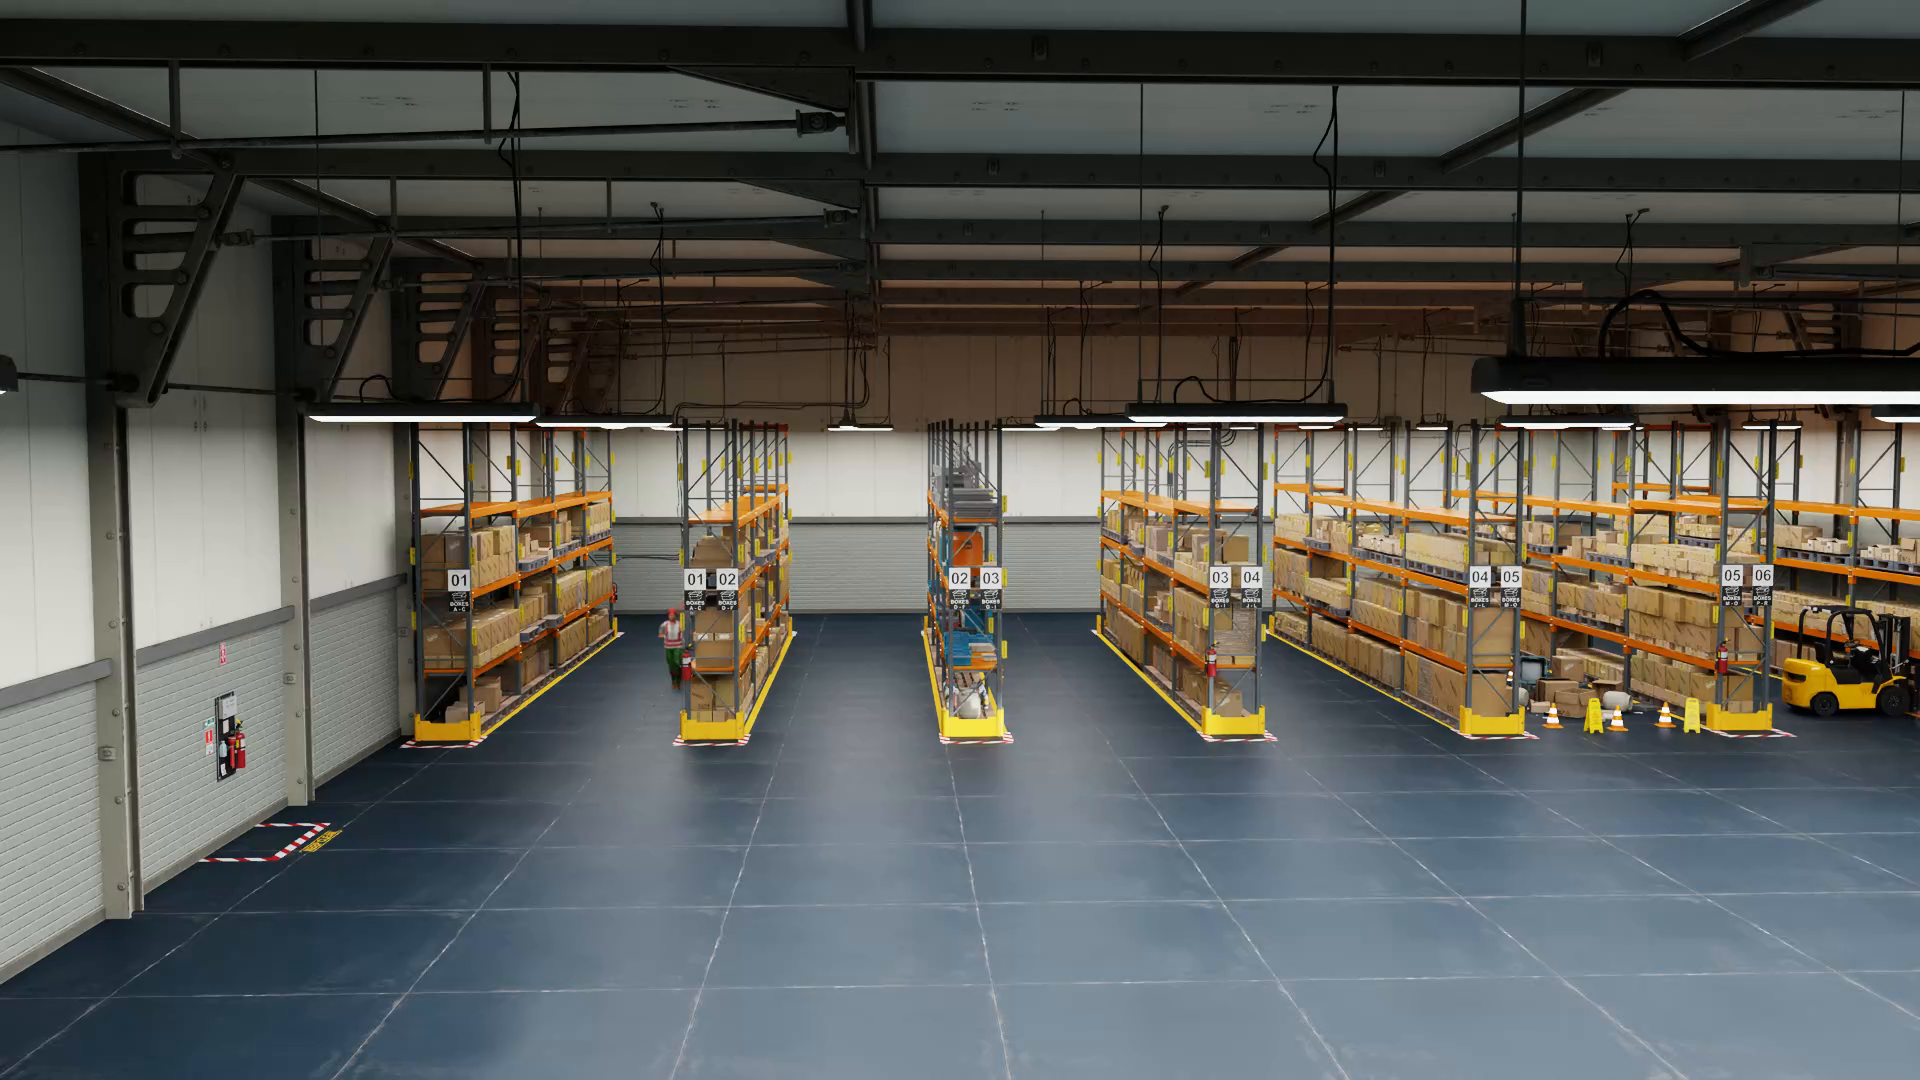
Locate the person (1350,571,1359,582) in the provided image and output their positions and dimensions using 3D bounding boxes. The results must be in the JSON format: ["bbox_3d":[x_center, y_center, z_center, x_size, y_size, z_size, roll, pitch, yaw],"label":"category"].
[{"bbox_3d":[11.539,1.759,48.962,0.725,1.713,0.560,-1,4,-9],"label":"person"}]

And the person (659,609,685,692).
[{"bbox_3d":[-6.415,2.451,37.195,0.633,1.848,0.793,0,4,0],"label":"person"}]
